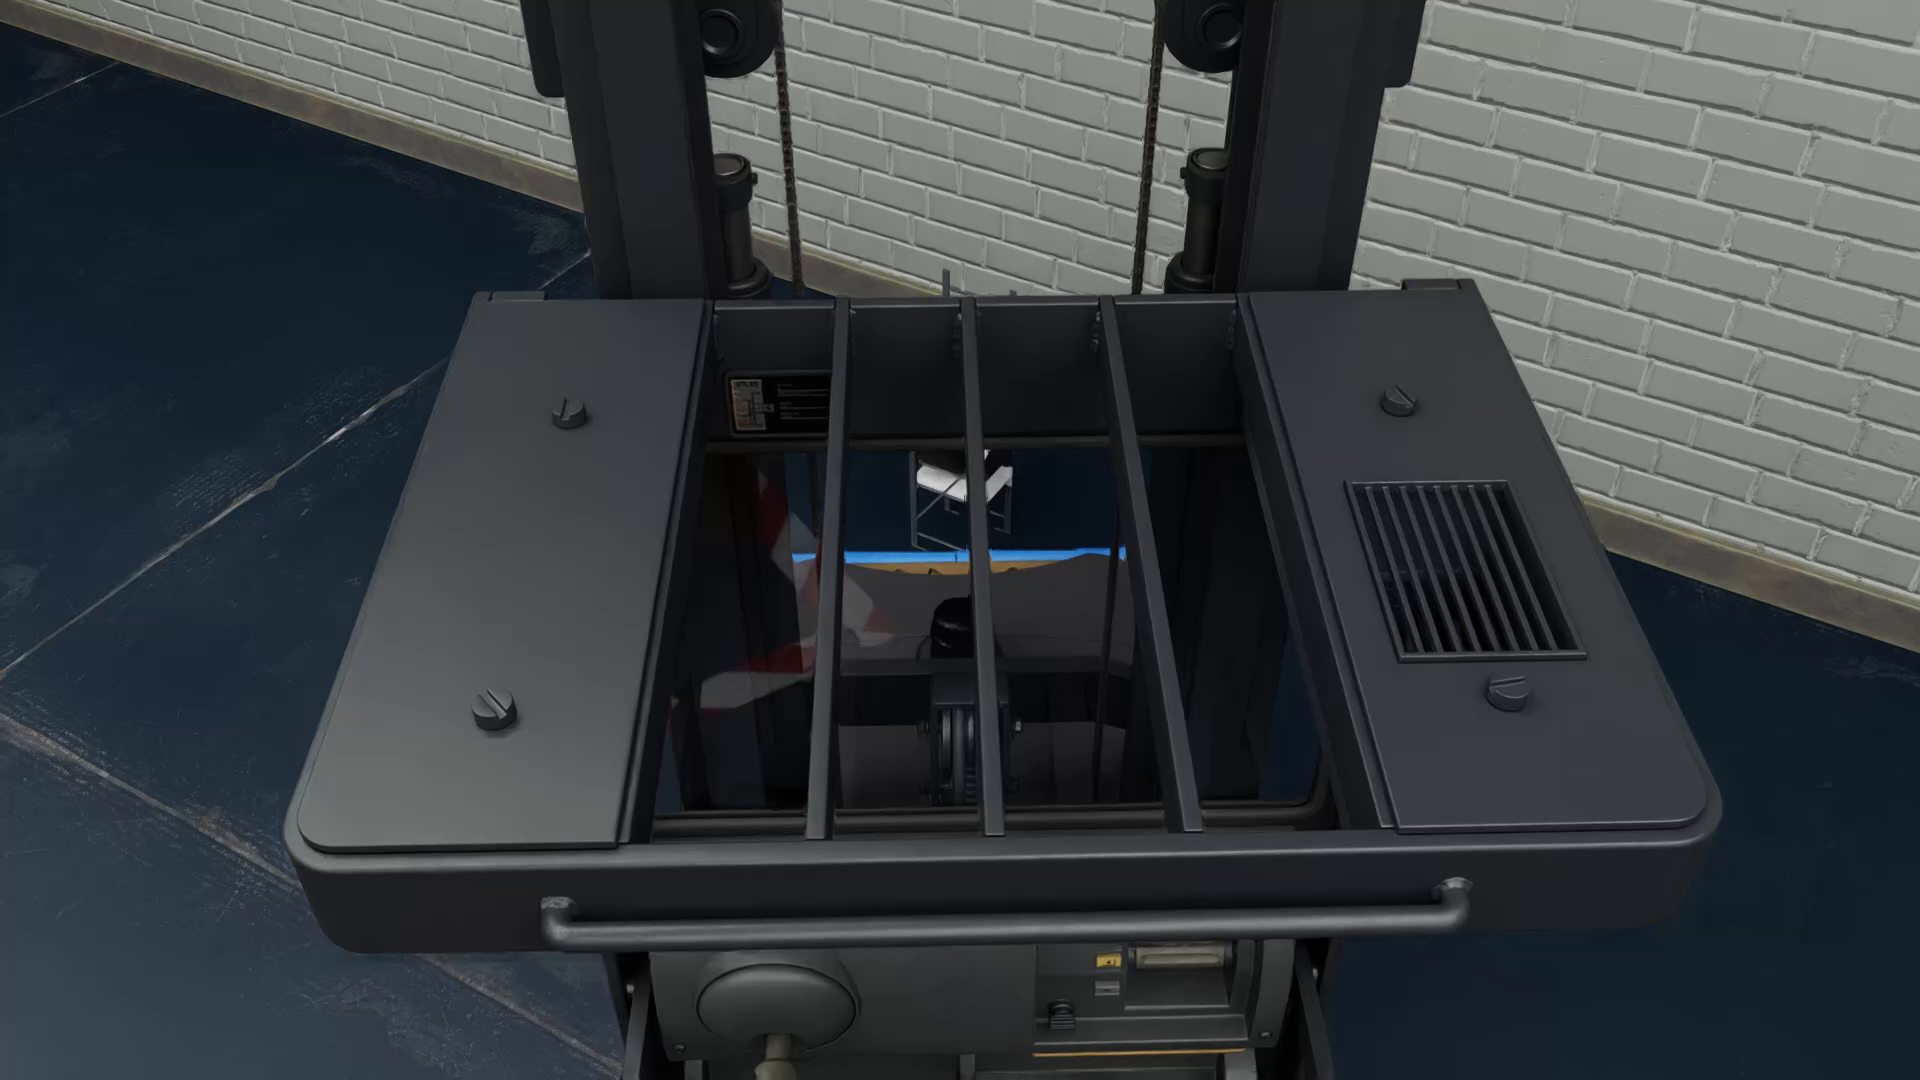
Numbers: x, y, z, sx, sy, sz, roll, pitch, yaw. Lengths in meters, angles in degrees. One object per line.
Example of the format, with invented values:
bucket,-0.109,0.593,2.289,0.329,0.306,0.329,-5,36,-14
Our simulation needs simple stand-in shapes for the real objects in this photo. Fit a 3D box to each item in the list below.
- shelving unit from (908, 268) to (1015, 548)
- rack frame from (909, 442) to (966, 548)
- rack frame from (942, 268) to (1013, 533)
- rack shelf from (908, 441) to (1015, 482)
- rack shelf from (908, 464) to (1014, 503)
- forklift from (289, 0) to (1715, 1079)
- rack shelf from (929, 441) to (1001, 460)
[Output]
shelving unit,0.004,-0.342,4.958,0.258,0.900,0.210,21,45,22
rack frame,-0.047,-0.284,4.892,0.240,0.900,0.006,21,45,22
rack frame,0.055,-0.401,5.024,0.240,0.900,0.006,21,45,22
rack shelf,0.004,-0.250,5.039,0.258,0.077,0.200,21,45,22
rack shelf,0.004,-0.182,5.099,0.258,0.077,0.200,21,45,22
forklift,0.026,0.686,2.254,1.130,2.935,3.031,-1,41,-1
rack shelf,0.004,-0.317,4.980,0.258,0.077,0.200,21,45,22
